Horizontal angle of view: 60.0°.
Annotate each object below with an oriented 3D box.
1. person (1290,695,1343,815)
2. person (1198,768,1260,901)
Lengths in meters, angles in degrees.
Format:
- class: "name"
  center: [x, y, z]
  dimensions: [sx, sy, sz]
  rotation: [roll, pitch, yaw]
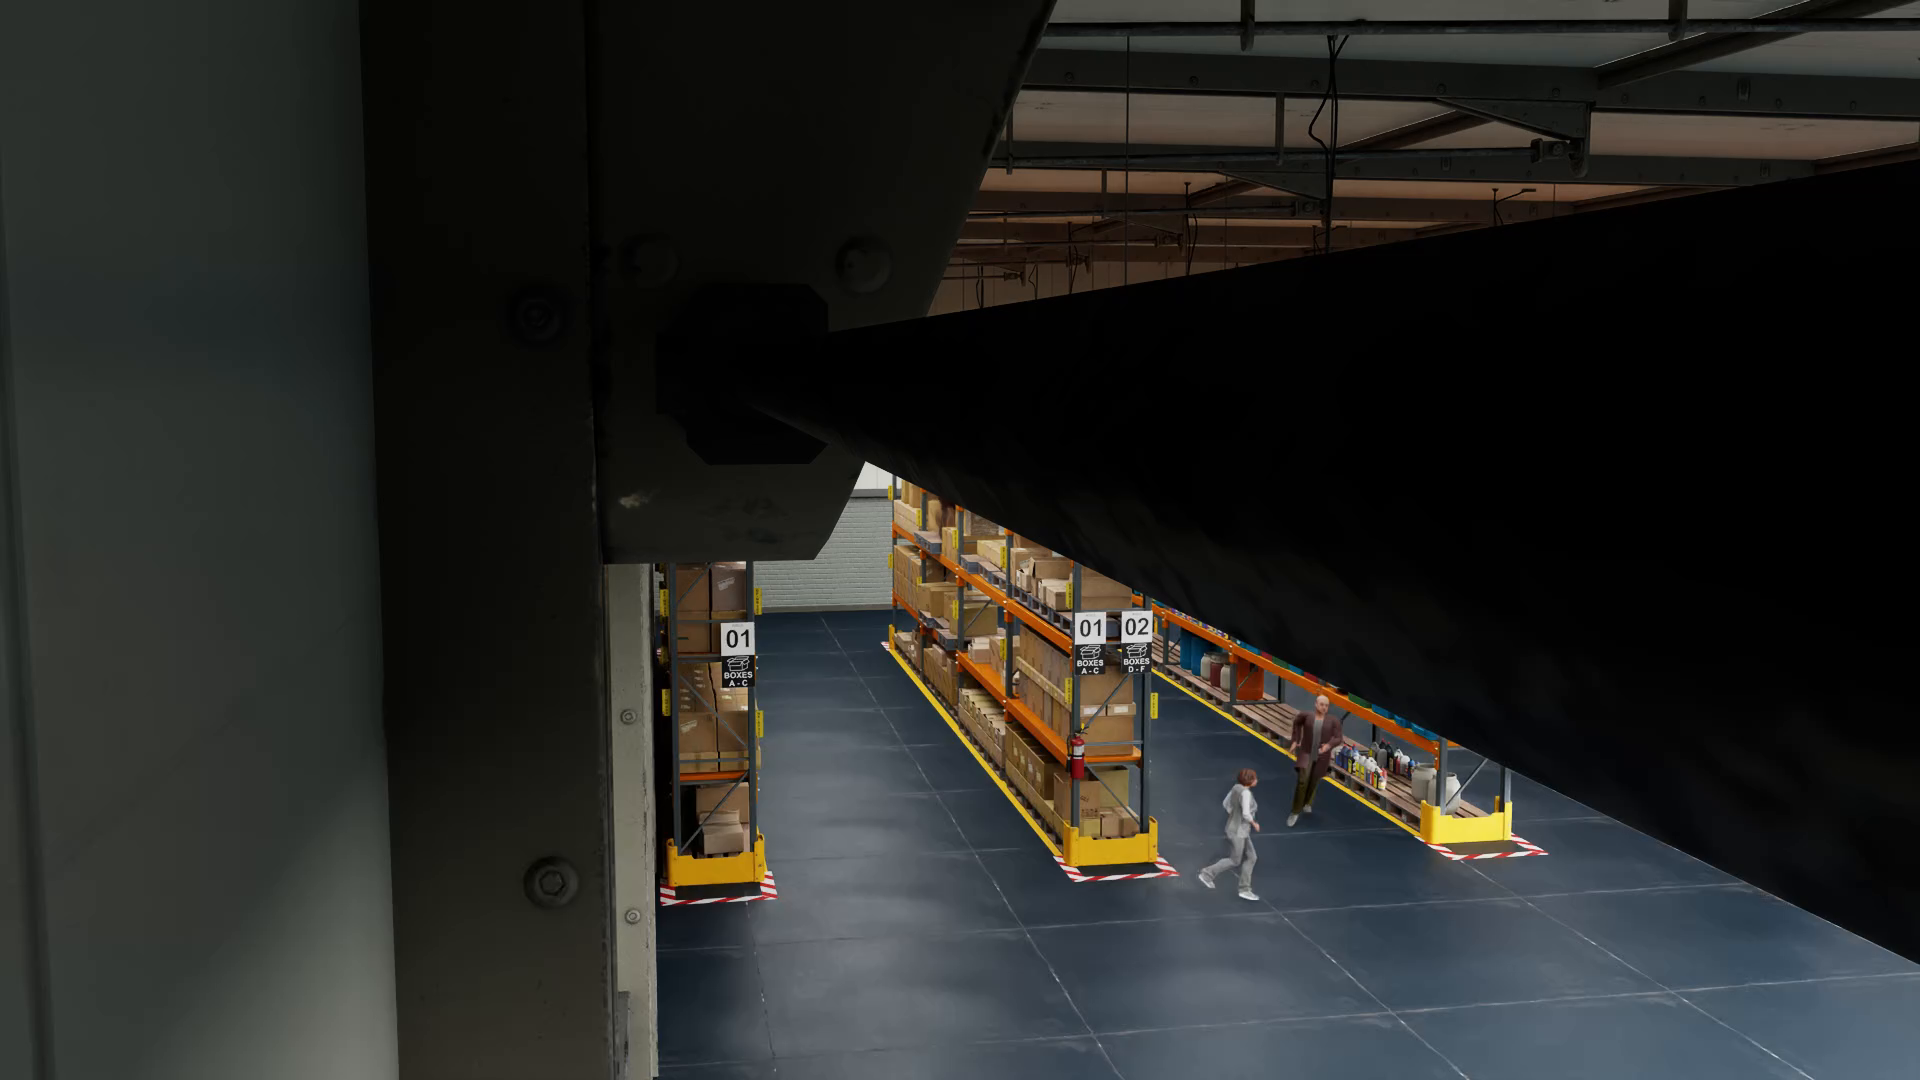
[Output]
- class: "person"
  center: [4.871, 2.917, 22.749]
  dimensions: [0.693, 1.635, 0.887]
  rotation: [1, 6, 10]
- class: "person"
  center: [3.170, 3.450, 19.517]
  dimensions: [0.716, 1.576, 0.521]
  rotation: [1, 6, 6]
